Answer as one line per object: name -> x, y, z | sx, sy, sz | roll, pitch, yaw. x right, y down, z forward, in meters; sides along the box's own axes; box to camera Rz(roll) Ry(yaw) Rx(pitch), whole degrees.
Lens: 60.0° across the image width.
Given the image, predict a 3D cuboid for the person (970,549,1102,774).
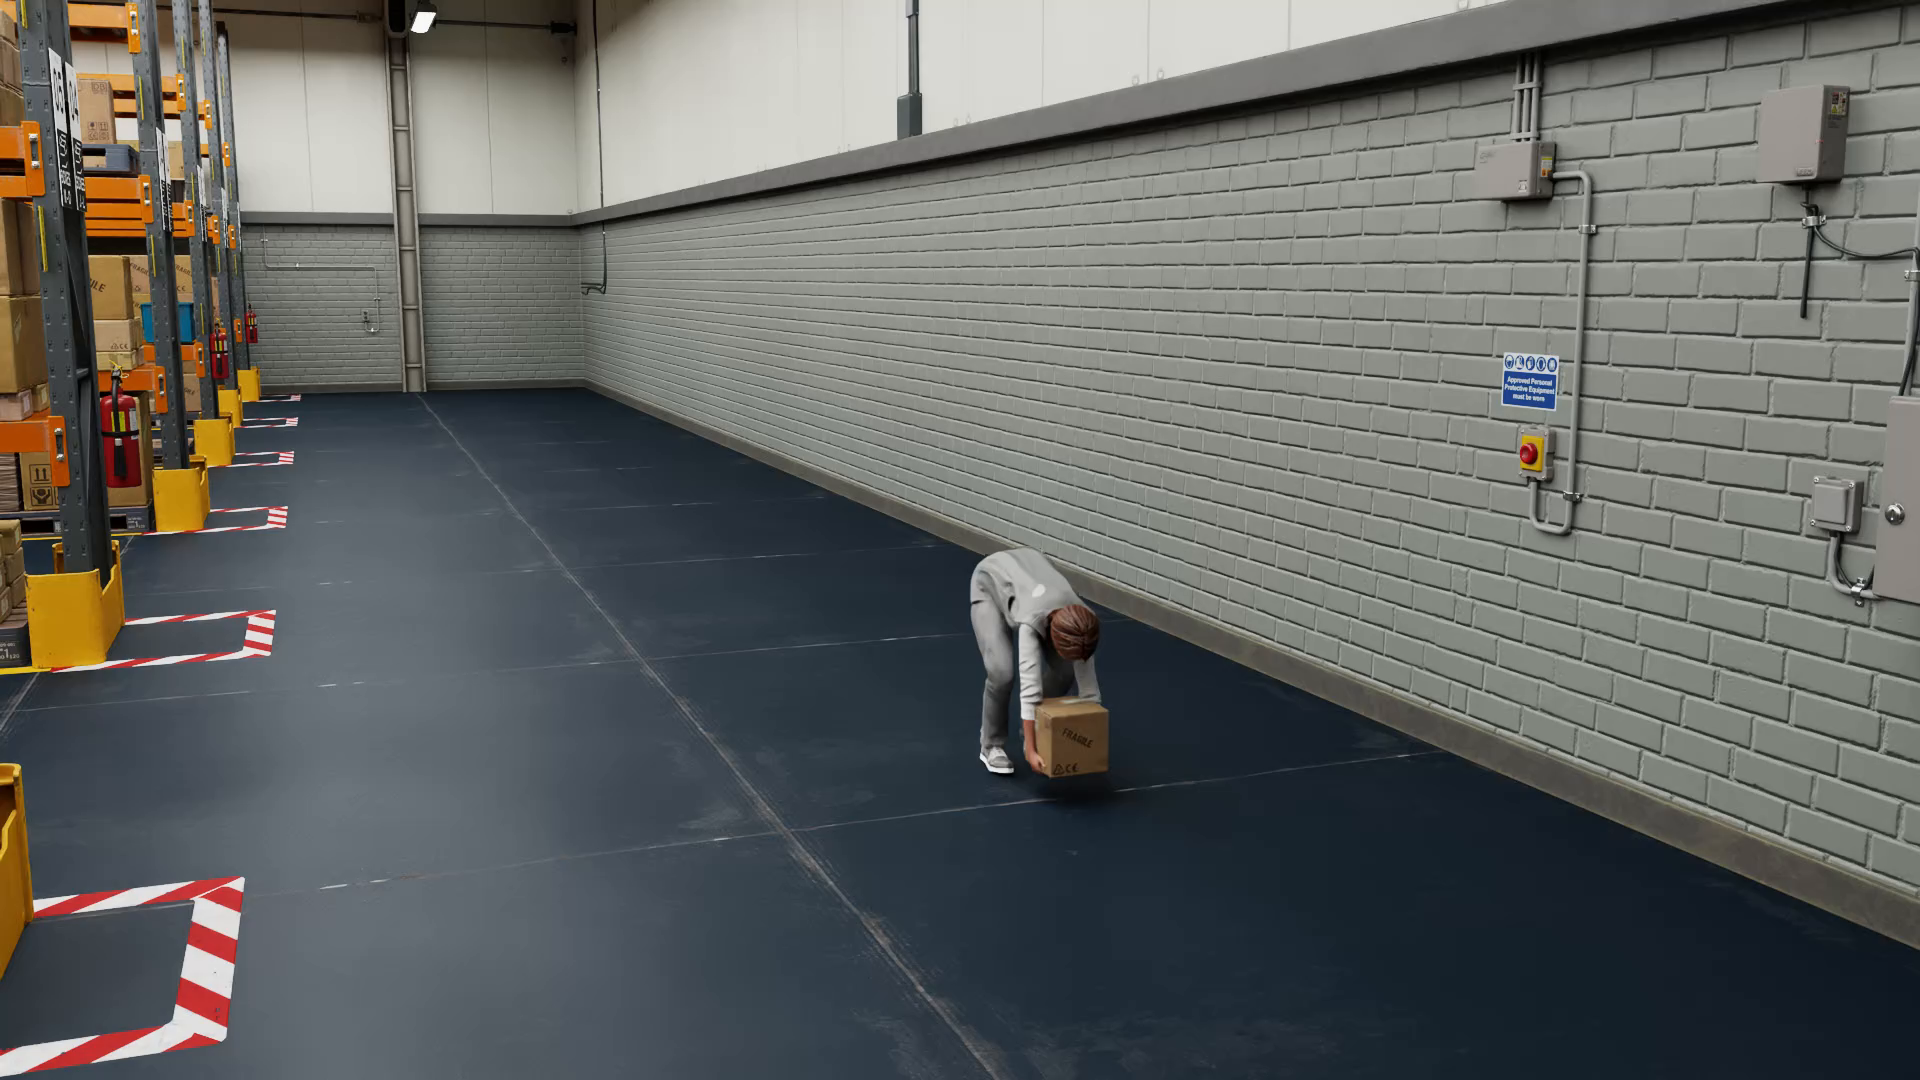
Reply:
person -> 0.324, 0.527, 6.838 | 0.415, 0.924, 0.861 | -4, 10, -24
